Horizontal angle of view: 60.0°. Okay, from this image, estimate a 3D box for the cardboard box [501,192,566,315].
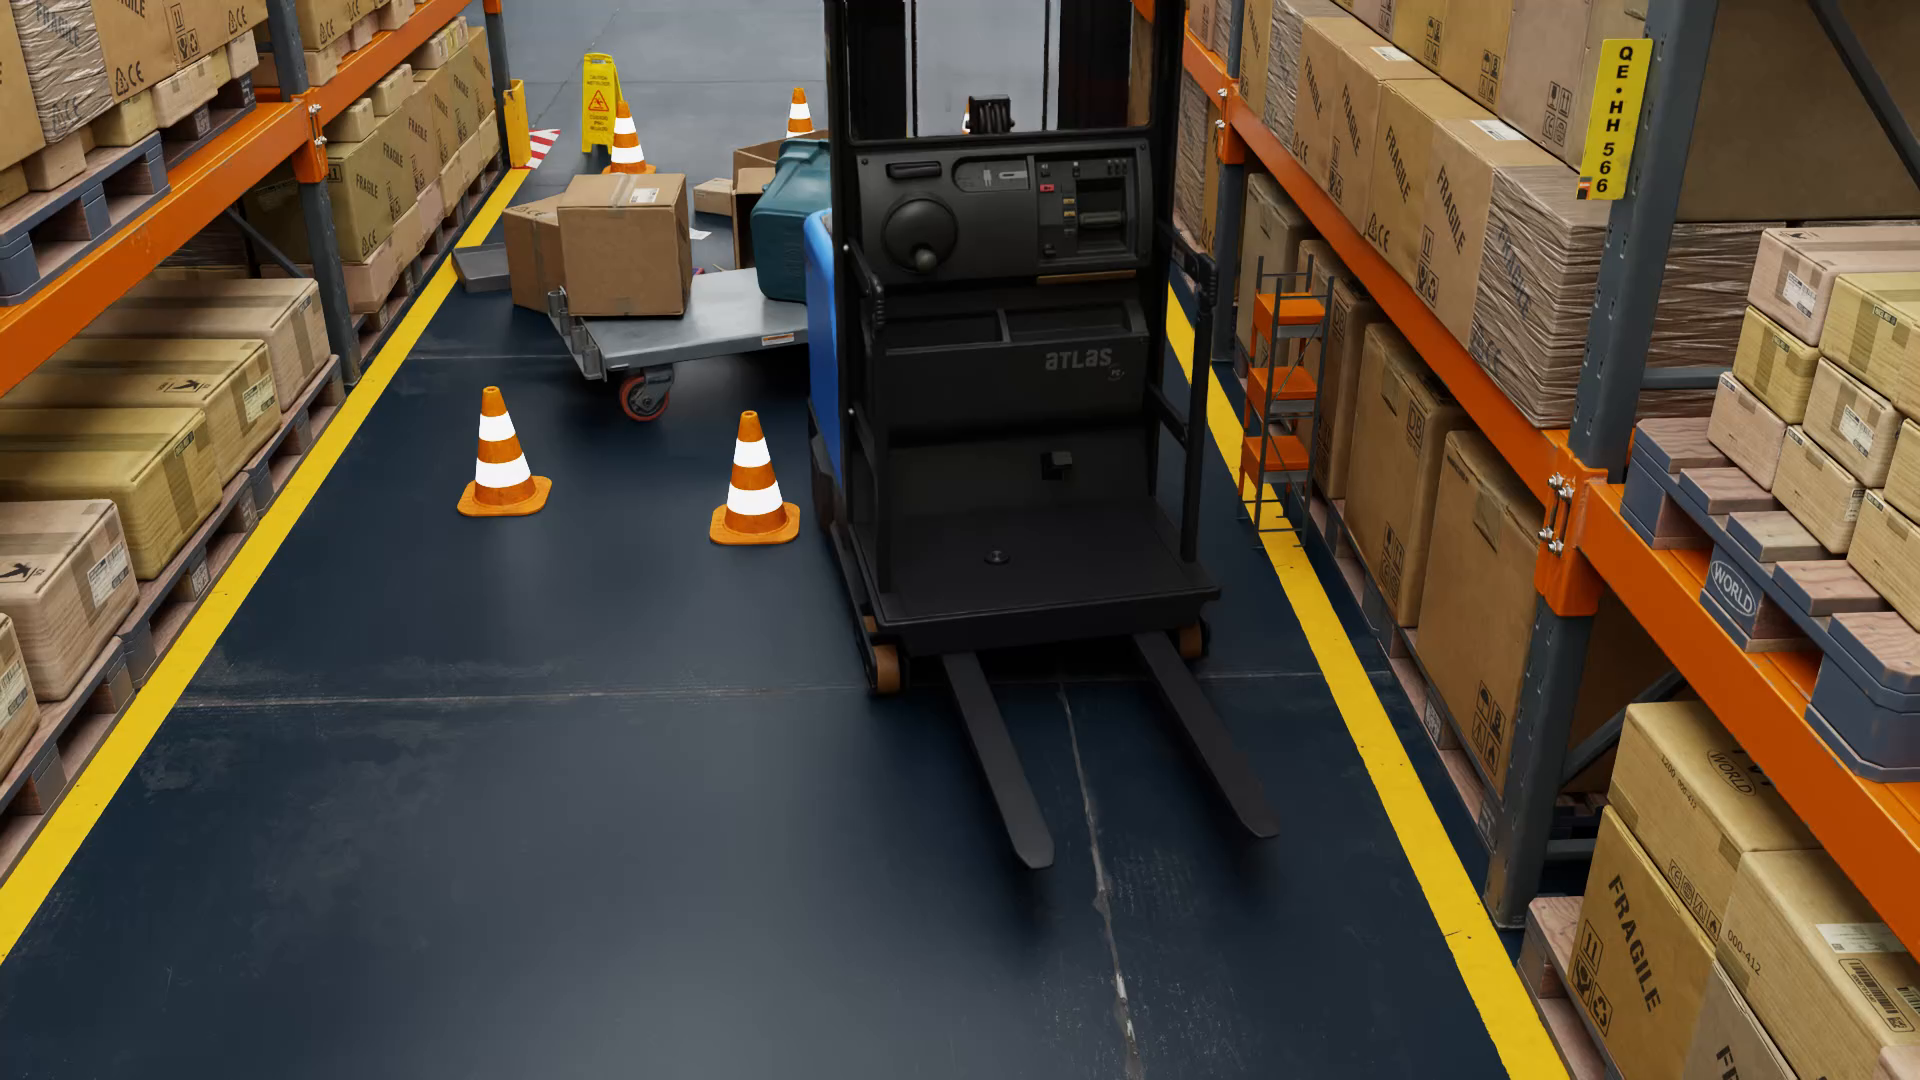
[{"bbox_3d":[-1.956,-1.458,8.502,0.500,0.500,0.500,19,33,32],"label":"cardboard box"}]

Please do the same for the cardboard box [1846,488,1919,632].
[{"bbox_3d":[1.738,0.029,2.768,0.380,0.149,0.250,0,28,0],"label":"cardboard box"}]

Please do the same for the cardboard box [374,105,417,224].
[{"bbox_3d":[-3.060,-1.863,8.286,0.500,0.500,0.500,0,28,-1],"label":"cardboard box"}]

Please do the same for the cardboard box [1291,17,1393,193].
[{"bbox_3d":[1.488,-1.534,5.840,0.500,0.500,0.500,-2,28,-3],"label":"cardboard box"}]

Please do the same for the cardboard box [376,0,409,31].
[{"bbox_3d":[-3.013,-2.670,8.398,0.380,0.149,0.250,-1,28,-2],"label":"cardboard box"}]

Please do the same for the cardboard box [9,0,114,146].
[{"bbox_3d":[-2.930,-1.483,4.965,0.500,0.500,0.500,-2,28,-5],"label":"cardboard box"}]

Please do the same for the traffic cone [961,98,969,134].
[{"bbox_3d":[0.080,-2.646,10.824,0.336,0.463,0.334,-1,28,-3],"label":"traffic cone"}]

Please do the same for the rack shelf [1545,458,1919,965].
[{"bbox_3d":[1.992,0.886,2.085,1.077,0.370,4.000,-1,28,-3],"label":"rack shelf"}]

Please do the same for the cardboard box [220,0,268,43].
[{"bbox_3d":[-3.006,-2.192,6.325,0.500,0.500,0.500,-2,28,-4],"label":"cardboard box"}]

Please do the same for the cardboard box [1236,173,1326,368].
[{"bbox_3d":[1.801,-1.108,7.109,1.050,0.750,0.750,-2,28,-3],"label":"cardboard box"}]

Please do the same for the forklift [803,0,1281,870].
[{"bbox_3d":[0.193,-0.992,4.983,1.130,2.935,3.031,-6,28,-11],"label":"forklift"}]

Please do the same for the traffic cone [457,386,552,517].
[{"bbox_3d":[-1.796,-0.374,6.466,0.336,0.463,0.334,-1,28,-3],"label":"traffic cone"}]

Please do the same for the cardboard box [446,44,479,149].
[{"bbox_3d":[-3.135,-2.579,9.660,0.500,0.500,0.500,0,28,-1],"label":"cardboard box"}]

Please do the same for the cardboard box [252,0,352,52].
[{"bbox_3d":[-3.004,-2.423,7.223,0.500,0.500,0.500,-1,28,-3],"label":"cardboard box"}]

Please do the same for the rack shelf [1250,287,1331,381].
[{"bbox_3d":[1.175,-0.736,5.934,0.215,0.259,0.240,-3,28,-5],"label":"rack shelf"}]

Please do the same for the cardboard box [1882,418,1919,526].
[{"bbox_3d":[1.746,-0.087,2.668,0.380,0.149,0.250,-2,28,-4],"label":"cardboard box"}]

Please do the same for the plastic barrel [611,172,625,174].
[{"bbox_3d":[-1.848,-1.825,9.291,0.512,0.421,0.421,19,33,32],"label":"plastic barrel"}]

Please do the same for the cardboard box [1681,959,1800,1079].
[{"bbox_3d":[1.700,1.131,3.087,0.500,0.500,0.500,-1,28,-2],"label":"cardboard box"}]

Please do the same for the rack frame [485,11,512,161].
[{"bbox_3d":[-3.468,-3.885,10.454,1.000,3.000,0.127,-1,28,-3],"label":"rack frame"}]

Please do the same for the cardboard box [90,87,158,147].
[{"bbox_3d":[-2.918,-1.410,5.527,0.380,0.149,0.250,-1,28,-3],"label":"cardboard box"}]

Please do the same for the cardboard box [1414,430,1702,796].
[{"bbox_3d":[1.946,0.172,4.656,1.050,0.750,0.750,-2,28,-3],"label":"cardboard box"}]

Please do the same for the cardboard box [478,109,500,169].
[{"bbox_3d":[-3.156,-2.474,10.269,0.500,0.250,0.500,-2,28,-3],"label":"cardboard box"}]

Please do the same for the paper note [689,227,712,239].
[{"bbox_3d":[-1.536,-1.779,9.640,0.148,0.019,0.142,8,29,15],"label":"paper note"}]

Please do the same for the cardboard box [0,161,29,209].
[{"bbox_3d":[-2.969,-1.045,4.827,0.380,0.149,0.250,0,28,-1],"label":"cardboard box"}]

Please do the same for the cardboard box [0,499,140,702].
[{"bbox_3d":[-3.116,0.187,5.035,0.950,0.372,0.625,-2,28,-4],"label":"cardboard box"}]

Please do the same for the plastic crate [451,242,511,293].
[{"bbox_3d":[-2.522,-1.488,9.016,0.402,0.080,0.583,-11,30,-20],"label":"plastic crate"}]

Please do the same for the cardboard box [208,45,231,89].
[{"bbox_3d":[-2.960,-1.759,6.196,0.380,0.149,0.250,-2,28,-4],"label":"cardboard box"}]

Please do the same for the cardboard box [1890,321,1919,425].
[{"bbox_3d":[1.744,-0.239,2.639,0.380,0.149,0.250,-2,28,-3],"label":"cardboard box"}]

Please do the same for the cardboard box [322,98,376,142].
[{"bbox_3d":[-2.967,-1.963,7.776,0.380,0.149,0.250,-1,28,-2],"label":"cardboard box"}]

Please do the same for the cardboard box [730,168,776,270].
[{"bbox_3d":[-0.791,-1.656,8.735,0.797,0.637,0.503,-1,28,-3],"label":"cardboard box"}]

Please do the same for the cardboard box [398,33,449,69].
[{"bbox_3d":[-3.057,-2.702,9.194,0.380,0.149,0.250,0,28,0],"label":"cardboard box"}]

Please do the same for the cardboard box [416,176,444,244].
[{"bbox_3d":[-3.090,-1.775,8.928,0.500,0.250,0.500,-2,28,-3],"label":"cardboard box"}]

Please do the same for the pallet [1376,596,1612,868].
[{"bbox_3d":[1.922,0.514,5.036,1.003,0.211,1.213,-1,28,-3],"label":"pallet"}]

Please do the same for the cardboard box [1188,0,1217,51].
[{"bbox_3d":[1.596,-2.694,8.009,0.875,0.550,0.550,-1,28,-3],"label":"cardboard box"}]

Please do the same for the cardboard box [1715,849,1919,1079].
[{"bbox_3d":[1.709,0.792,2.926,0.500,0.250,0.500,-2,28,-3],"label":"cardboard box"}]

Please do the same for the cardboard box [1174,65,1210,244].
[{"bbox_3d":[1.665,-2.156,8.984,0.875,0.875,0.875,-1,28,-2],"label":"cardboard box"}]

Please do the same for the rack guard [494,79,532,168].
[{"bbox_3d":[-3.464,-2.741,10.965,1.175,0.500,0.348,-1,28,-3],"label":"rack guard"}]

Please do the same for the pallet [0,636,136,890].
[{"bbox_3d":[-3.089,0.685,4.708,1.003,0.211,1.213,-1,28,-3],"label":"pallet"}]

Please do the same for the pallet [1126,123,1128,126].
[{"bbox_3d":[1.590,-2.447,10.713,1.003,0.211,1.213,-1,28,-3],"label":"pallet"}]

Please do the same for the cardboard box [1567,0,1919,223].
[{"bbox_3d":[1.874,-1.051,3.833,0.700,0.500,0.500,-2,28,-3],"label":"cardboard box"}]

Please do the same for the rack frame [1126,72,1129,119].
[{"bbox_3d":[1.470,-4.051,10.773,1.000,3.000,0.127,-1,28,-3],"label":"rack frame"}]

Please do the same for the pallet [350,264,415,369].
[{"bbox_3d":[-3.329,-1.110,8.150,1.003,0.211,1.213,-1,28,-3],"label":"pallet"}]

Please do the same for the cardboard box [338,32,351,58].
[{"bbox_3d":[-3.064,-2.317,7.720,0.380,0.149,0.250,-2,28,-3],"label":"cardboard box"}]

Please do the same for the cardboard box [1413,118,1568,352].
[{"bbox_3d":[1.572,-0.832,4.494,0.500,0.500,0.500,-1,28,-3],"label":"cardboard box"}]

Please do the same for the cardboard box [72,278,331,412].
[{"bbox_3d":[-3.229,-0.816,6.959,0.950,0.372,0.625,-1,28,-2],"label":"cardboard box"}]

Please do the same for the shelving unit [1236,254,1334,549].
[{"bbox_3d":[1.175,-0.494,6.061,0.215,1.050,0.252,-3,28,-5],"label":"shelving unit"}]

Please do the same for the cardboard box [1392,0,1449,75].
[{"bbox_3d":[1.791,-1.758,5.187,0.700,0.500,0.500,-2,28,-3],"label":"cardboard box"}]
